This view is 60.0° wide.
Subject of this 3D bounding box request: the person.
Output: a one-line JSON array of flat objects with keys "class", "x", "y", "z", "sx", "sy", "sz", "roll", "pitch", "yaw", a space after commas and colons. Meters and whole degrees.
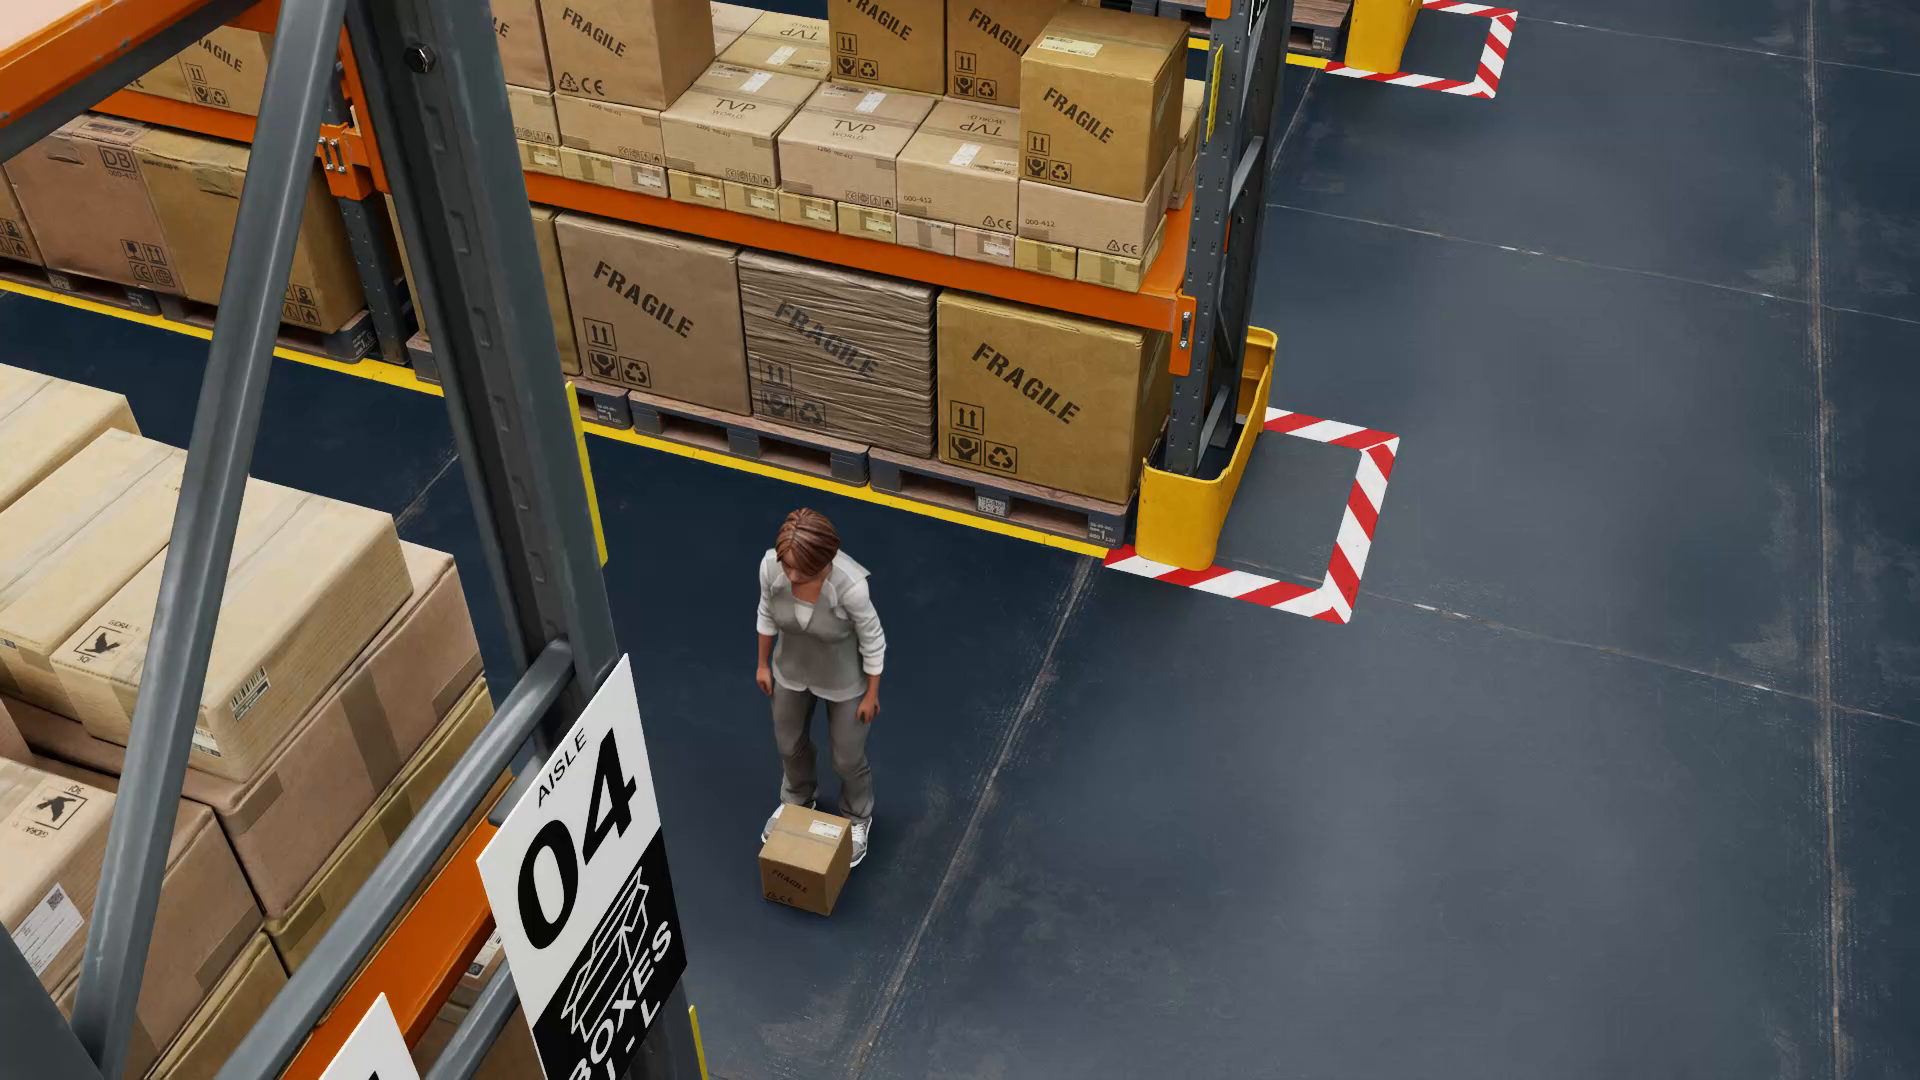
[{"class": "person", "x": -0.473, "y": 0.570, "z": 5.716, "sx": 0.459, "sy": 1.352, "sz": 0.323, "roll": 14, "pitch": 44, "yaw": 15}]
